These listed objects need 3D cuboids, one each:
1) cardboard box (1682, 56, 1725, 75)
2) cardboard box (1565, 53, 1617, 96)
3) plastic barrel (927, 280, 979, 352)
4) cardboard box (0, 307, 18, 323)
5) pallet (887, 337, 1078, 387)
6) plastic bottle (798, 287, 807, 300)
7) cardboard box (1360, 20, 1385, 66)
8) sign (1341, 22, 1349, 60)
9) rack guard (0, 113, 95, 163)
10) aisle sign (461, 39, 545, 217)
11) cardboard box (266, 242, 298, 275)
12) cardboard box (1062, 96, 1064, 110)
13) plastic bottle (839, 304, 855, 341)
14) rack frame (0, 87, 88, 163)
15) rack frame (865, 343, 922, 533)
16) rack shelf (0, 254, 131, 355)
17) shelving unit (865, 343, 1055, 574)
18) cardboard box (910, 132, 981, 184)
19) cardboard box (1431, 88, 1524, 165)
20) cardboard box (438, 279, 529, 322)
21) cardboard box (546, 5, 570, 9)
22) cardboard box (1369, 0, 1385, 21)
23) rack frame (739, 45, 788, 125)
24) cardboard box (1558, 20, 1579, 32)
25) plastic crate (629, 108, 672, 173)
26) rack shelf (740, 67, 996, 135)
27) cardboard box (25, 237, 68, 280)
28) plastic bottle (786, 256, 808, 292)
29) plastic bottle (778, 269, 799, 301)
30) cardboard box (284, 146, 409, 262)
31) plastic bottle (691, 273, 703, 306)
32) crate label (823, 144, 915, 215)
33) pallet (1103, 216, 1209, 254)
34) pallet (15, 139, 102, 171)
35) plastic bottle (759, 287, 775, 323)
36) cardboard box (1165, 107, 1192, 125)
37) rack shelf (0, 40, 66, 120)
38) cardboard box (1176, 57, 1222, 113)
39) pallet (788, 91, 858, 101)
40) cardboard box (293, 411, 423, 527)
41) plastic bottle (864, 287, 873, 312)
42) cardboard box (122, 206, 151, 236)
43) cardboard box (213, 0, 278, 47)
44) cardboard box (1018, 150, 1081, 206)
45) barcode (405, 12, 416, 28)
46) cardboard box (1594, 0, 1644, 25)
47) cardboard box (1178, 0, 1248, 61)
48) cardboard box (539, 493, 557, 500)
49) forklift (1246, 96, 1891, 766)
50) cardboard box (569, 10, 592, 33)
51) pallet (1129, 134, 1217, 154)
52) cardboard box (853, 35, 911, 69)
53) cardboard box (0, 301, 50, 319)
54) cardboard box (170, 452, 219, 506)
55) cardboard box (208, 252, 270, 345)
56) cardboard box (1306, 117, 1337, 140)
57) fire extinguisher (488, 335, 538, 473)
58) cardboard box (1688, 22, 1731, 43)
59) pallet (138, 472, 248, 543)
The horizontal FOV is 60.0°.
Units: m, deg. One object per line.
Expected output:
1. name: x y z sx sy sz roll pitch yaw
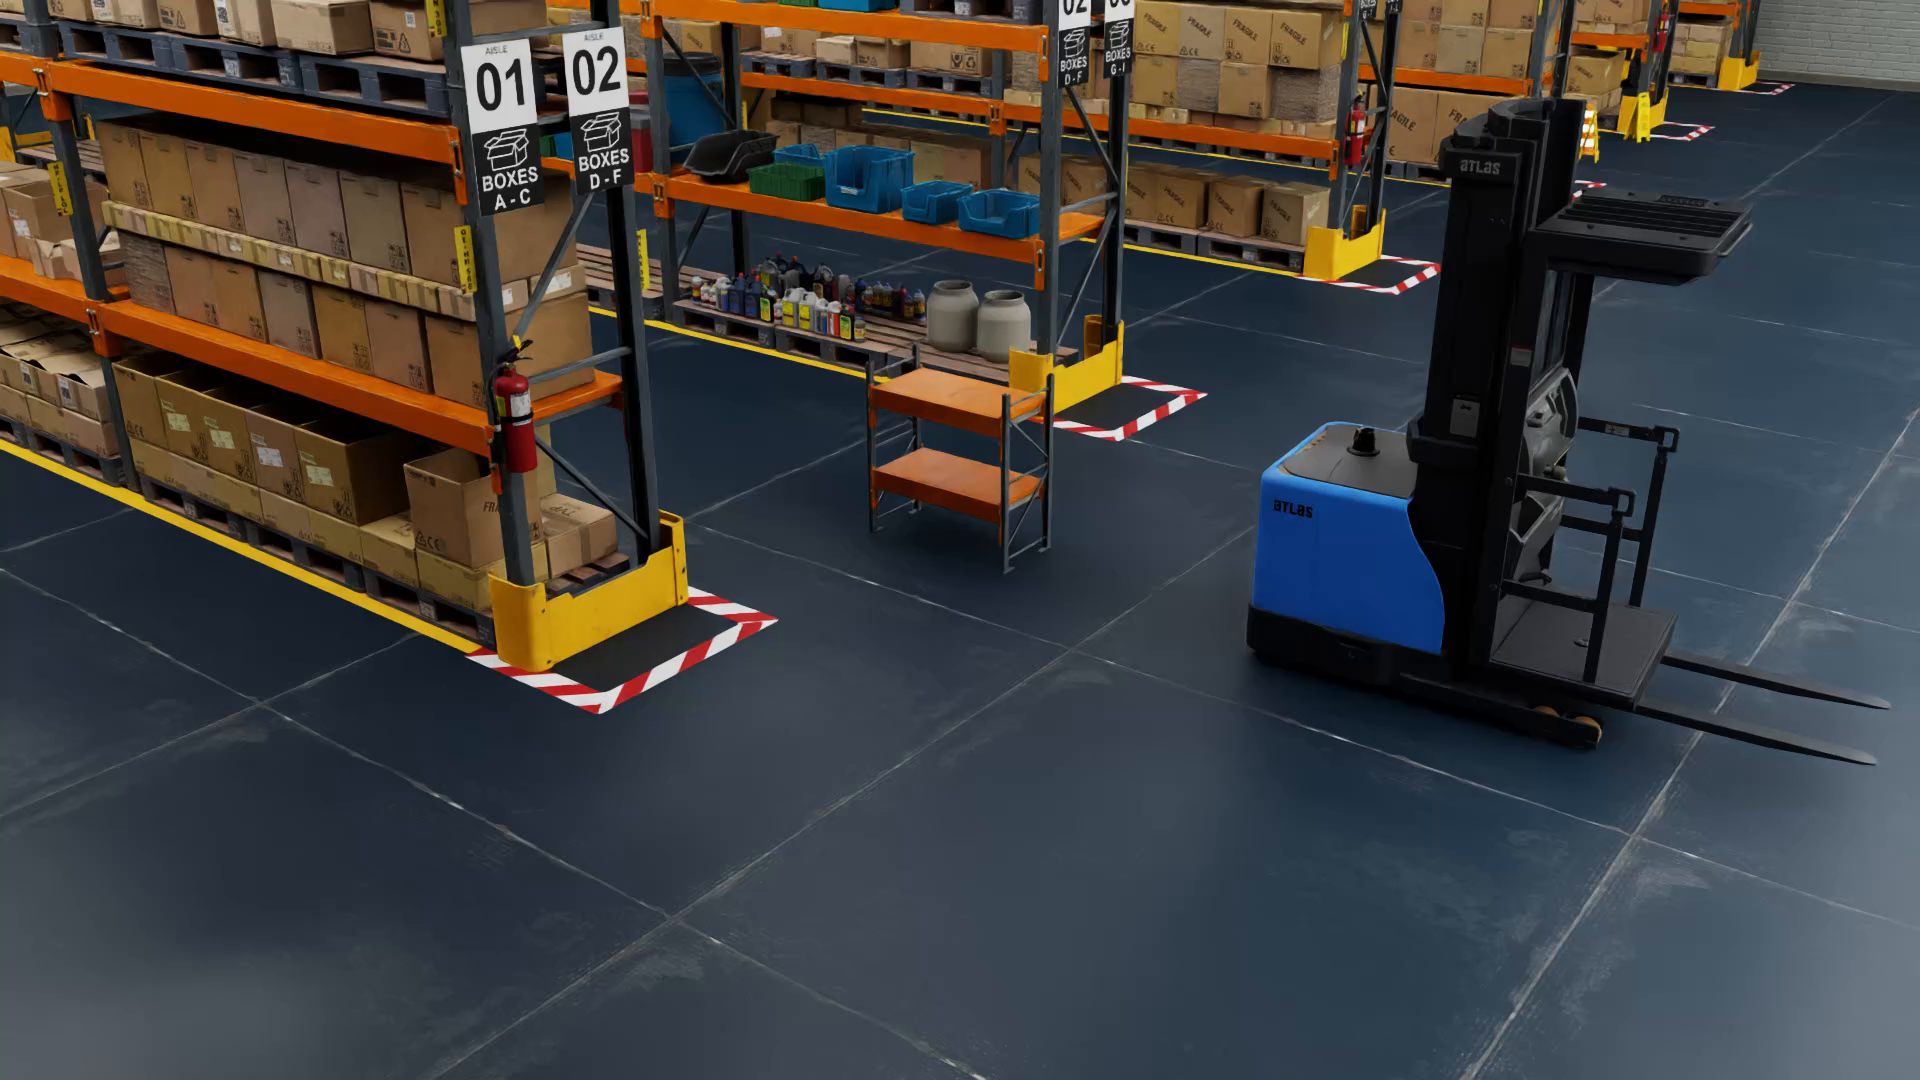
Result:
1. cardboard box: 12.240 -7.833 27.377 0.500 0.250 0.500 17 29 34
2. cardboard box: 9.034 -6.672 23.811 0.500 0.500 0.500 17 29 34
3. plastic barrel: -0.056 -1.799 13.357 0.421 0.512 0.421 0 24 0
4. cardboard box: -7.382 -1.548 12.416 0.500 0.311 0.500 16 28 32
5. pallet: 0.182 -1.415 13.379 1.213 0.211 1.003 17 29 33
6. plastic bottle: -1.326 -1.988 14.054 0.135 0.276 0.152 17 29 33
7. cardboard box: 5.345 -6.224 20.649 0.500 0.550 0.875 17 29 33
8. sign: 3.539 -4.588 15.294 0.005 0.325 0.100 17 29 33
9. rack guard: -11.912 -5.217 21.649 0.348 0.500 1.175 17 29 33
10. aisle sign: -2.180 -1.972 7.960 0.004 0.787 0.394 17 29 33
11. cardboard box: -3.718 -1.641 9.504 0.250 0.149 0.380 16 29 33
12. cardboard box: 1.088 -4.675 17.631 0.250 0.149 0.380 17 29 33
13. plastic bottle: -0.919 -1.773 13.557 0.133 0.283 0.061 18 29 35
14. rack frame: -11.885 -6.359 21.141 0.127 3.000 1.000 17 29 33
15. rack frame: -0.412 -0.639 10.485 0.032 1.125 0.500 17 29 33
16. rack shelf: -6.857 -2.014 12.173 4.000 0.370 1.077 17 29 33
17. shelving unit: -0.005 -0.516 10.206 1.048 1.125 0.538 17 29 33
18. cardboard box: -0.161 -4.390 19.226 0.500 0.500 0.700 17 29 33
19. cardboard box: 6.362 -5.026 20.231 0.875 0.875 0.875 17 29 34
20. cardboard box: -2.476 -1.266 8.654 0.250 0.149 0.380 16 29 32
21. cardboard box: -5.198 -7.343 22.006 0.637 0.503 0.797 16 28 32
22. cardboard box: 5.306 -6.698 20.384 0.500 0.550 0.875 17 29 33
23. rack frame: -2.513 -6.023 20.377 0.127 3.000 1.000 17 29 33
24. cardboard box: 8.719 -7.339 23.676 0.250 0.149 0.380 17 29 34
25. plastic crate: -2.854 -3.505 14.584 0.583 0.464 0.402 17 29 33
26. rack shelf: -0.913 -5.210 19.425 4.000 0.370 1.077 17 29 33
27. cardboard box: -6.070 -1.952 11.305 0.258 0.266 0.396 16 28 32
28. plastic bottle: -1.441 -2.337 14.753 0.185 0.351 0.144 15 28 31
29. plastic bottle: -1.510 -2.249 14.646 0.135 0.276 0.152 17 29 33
30. cardboard box: -3.292 -1.909 9.308 0.500 0.500 0.700 17 29 33
31. plastic bottle: -2.291 -2.192 14.521 0.097 0.271 0.097 0 24 0
32. crate label: -0.717 -2.864 13.165 0.616 0.435 0.502 17 29 33
33. pallet: 2.227 -3.333 17.732 1.213 0.211 1.003 17 29 33
34. pallet: -11.249 -4.871 21.222 1.213 0.211 1.003 17 29 33
35. plastic bottle: -1.628 -1.987 14.043 0.133 0.283 0.061 18 30 36
36. cardboard box: 2.273 -4.304 16.789 0.250 0.149 0.380 17 29 33
37. rack shelf: -6.857 -3.387 11.568 4.000 0.370 1.077 17 29 33
38. cardboard box: 2.618 -4.629 16.721 0.500 0.500 0.875 17 29 33
39. pallet: -2.035 -7.102 26.285 1.213 0.211 1.003 17 29 33
40. cardboard box: -3.473 -0.441 9.668 0.500 0.500 0.500 17 29 33
41. plastic bottle: -0.780 -2.081 14.356 0.097 0.201 0.097 0 24 0
42. cardboard box: -4.957 -2.014 10.352 0.250 0.149 0.380 17 29 34
43. cardboard box: -3.581 -2.809 8.779 0.500 0.311 0.500 21 31 39
44. cardboard box: 0.984 -3.994 18.353 0.500 0.500 0.500 16 28 32
45. barcode: -2.587 -2.448 7.825 0.075 0.075 0.001 17 29 33
46. cardboard box: 9.232 -7.510 23.259 0.500 0.500 0.500 16 29 32
47. cardboard box: 2.498 -5.021 16.372 0.500 0.500 0.500 17 29 33
48. cardboard box: -2.754 -0.148 9.933 0.500 0.250 0.500 17 29 33
49. forklift: 3.065 -0.557 8.057 3.031 2.935 1.130 14 28 29
50. cardboard box: -4.693 -6.601 21.567 0.500 0.500 0.500 16 28 32
51. pallet: 3.080 -5.517 22.689 1.213 0.211 1.003 17 29 33
52. cardboard box: -0.755 -5.684 18.960 0.637 0.503 0.797 20 31 38
53. cardboard box: -7.069 -1.724 12.815 0.500 0.311 0.500 17 29 33
54. cardboard box: -4.670 -0.461 10.645 0.500 0.250 0.500 17 29 33
55. cardboard box: -4.073 -1.552 10.108 0.500 0.500 0.700 17 29 34
56. cardboard box: 3.536 -3.975 16.043 0.250 0.149 0.380 17 29 33
57. fire extinguisher: -2.240 -0.679 8.345 0.183 0.674 0.296 17 29 33
58. cardboard box: 12.250 -8.290 27.173 0.500 0.250 0.500 18 29 35
59. pallet: -4.646 -0.378 11.025 1.213 0.211 1.003 17 29 33
